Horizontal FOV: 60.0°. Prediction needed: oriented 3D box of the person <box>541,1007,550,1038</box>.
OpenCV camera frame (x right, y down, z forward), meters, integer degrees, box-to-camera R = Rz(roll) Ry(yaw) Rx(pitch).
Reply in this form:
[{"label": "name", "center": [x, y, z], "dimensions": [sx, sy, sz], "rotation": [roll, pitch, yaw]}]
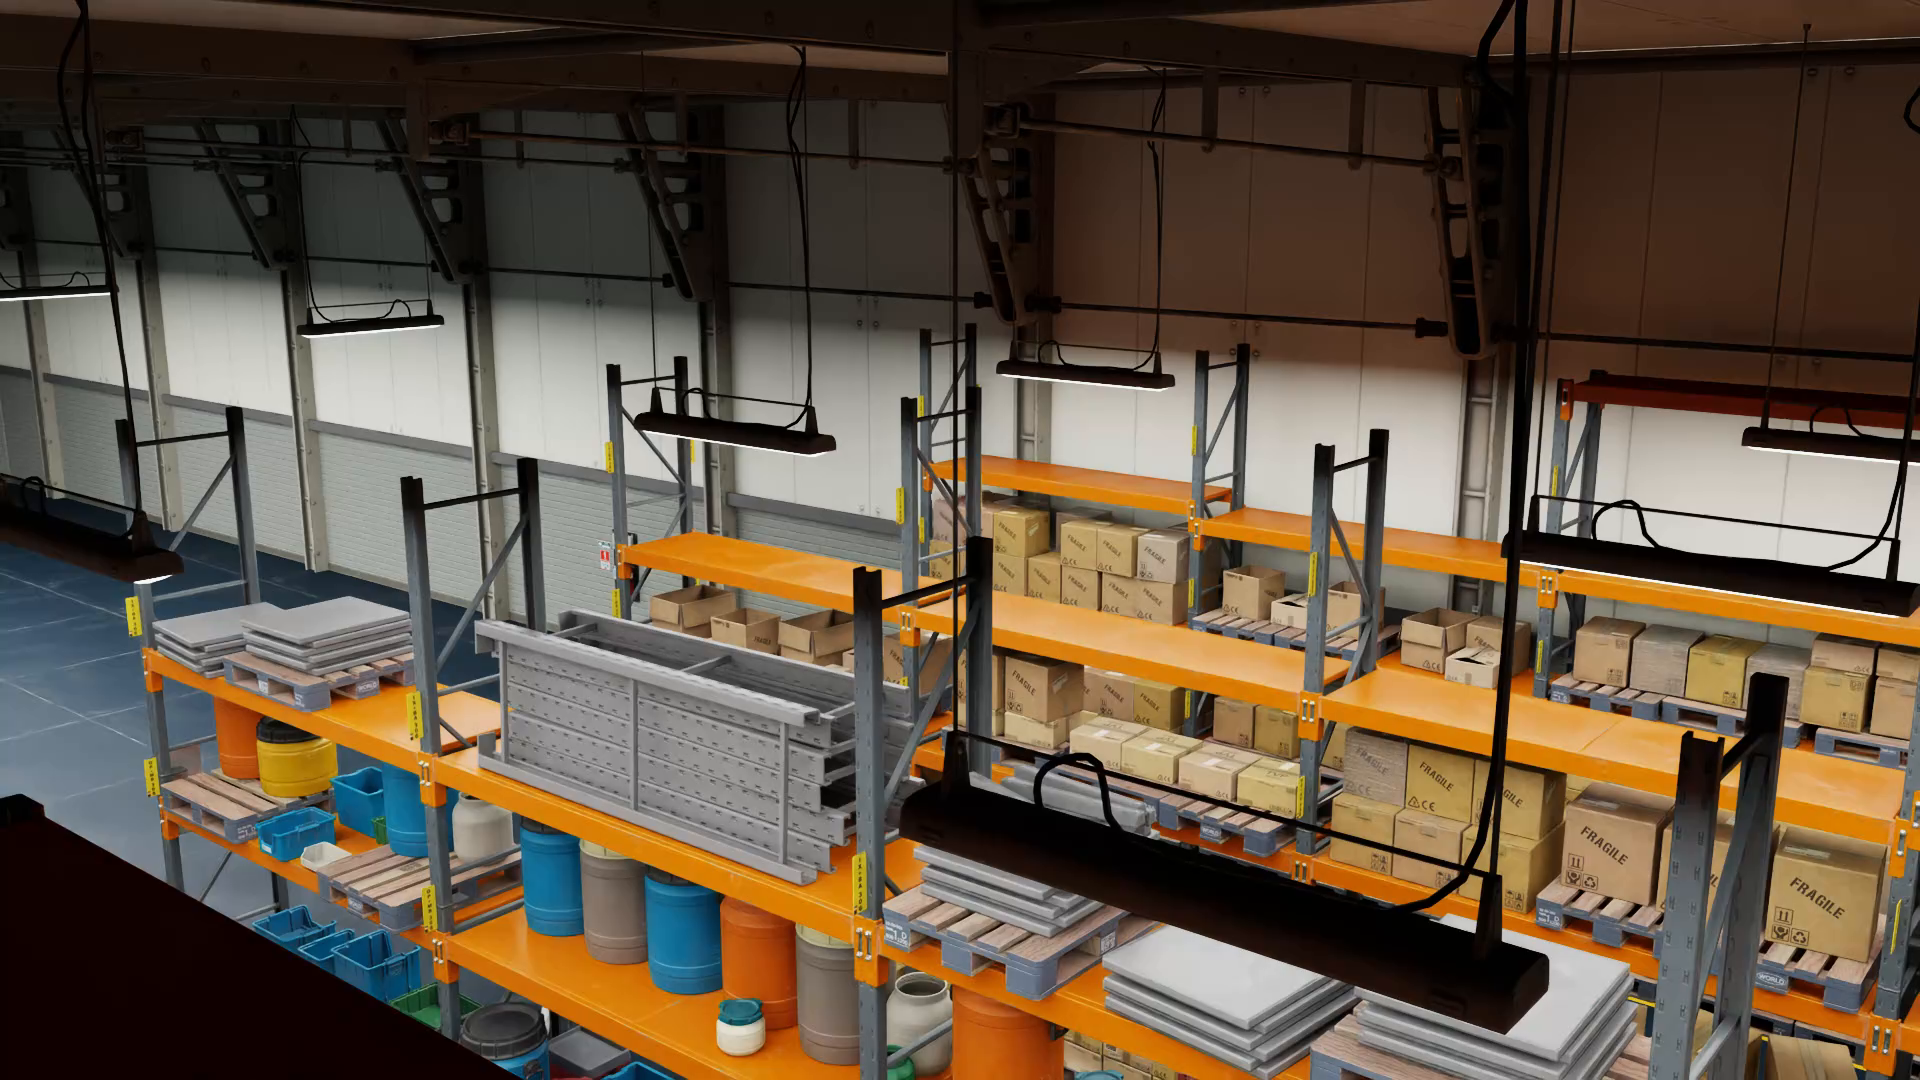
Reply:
[{"label": "person", "center": [-3.592, 3.803, 15.423], "dimensions": [0.834, 1.776, 0.625], "rotation": [10, 16, 39]}]
